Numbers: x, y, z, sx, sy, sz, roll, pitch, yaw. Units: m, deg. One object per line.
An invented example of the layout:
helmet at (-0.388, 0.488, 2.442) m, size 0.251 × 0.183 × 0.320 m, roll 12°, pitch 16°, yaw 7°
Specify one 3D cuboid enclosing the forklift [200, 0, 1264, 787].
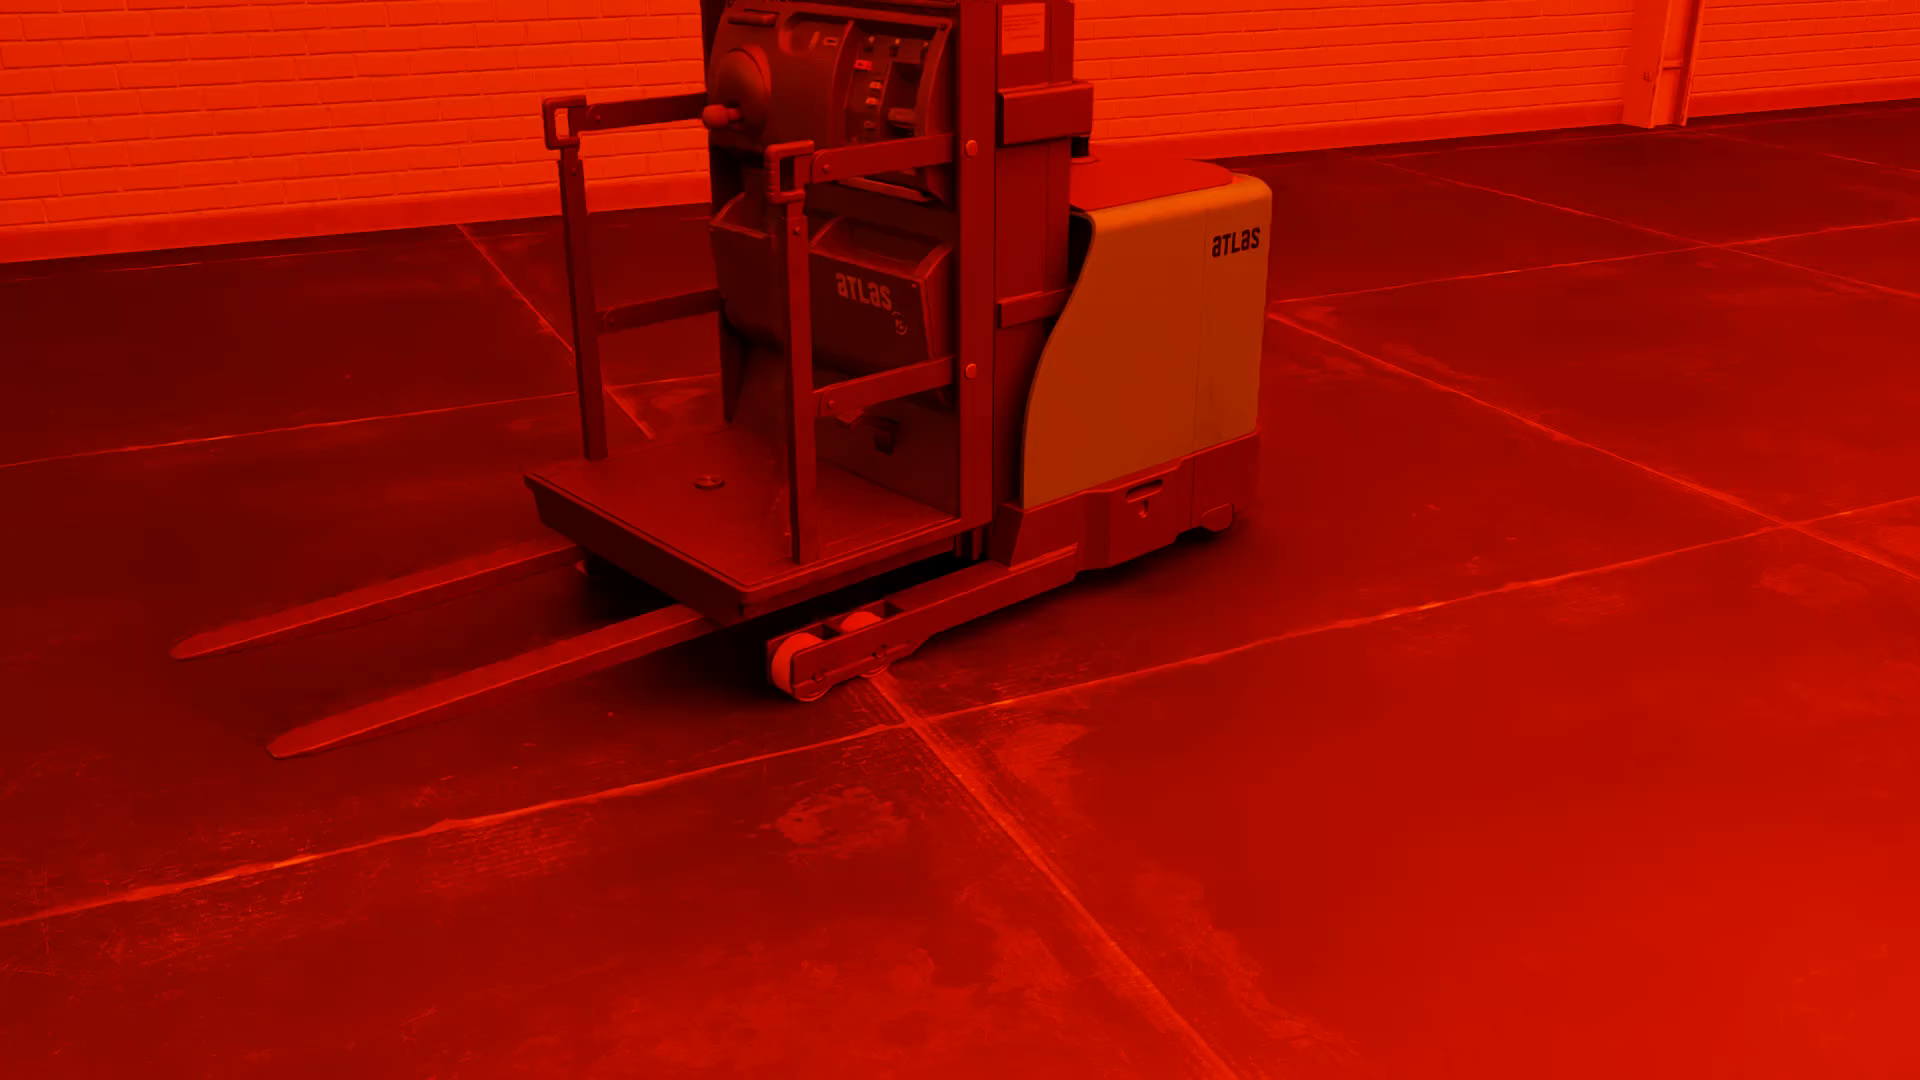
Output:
forklift at (-0.447, -1.168, 4.098) m, size 1.130 × 2.935 × 3.031 m, roll 19°, pitch 29°, yaw 39°
